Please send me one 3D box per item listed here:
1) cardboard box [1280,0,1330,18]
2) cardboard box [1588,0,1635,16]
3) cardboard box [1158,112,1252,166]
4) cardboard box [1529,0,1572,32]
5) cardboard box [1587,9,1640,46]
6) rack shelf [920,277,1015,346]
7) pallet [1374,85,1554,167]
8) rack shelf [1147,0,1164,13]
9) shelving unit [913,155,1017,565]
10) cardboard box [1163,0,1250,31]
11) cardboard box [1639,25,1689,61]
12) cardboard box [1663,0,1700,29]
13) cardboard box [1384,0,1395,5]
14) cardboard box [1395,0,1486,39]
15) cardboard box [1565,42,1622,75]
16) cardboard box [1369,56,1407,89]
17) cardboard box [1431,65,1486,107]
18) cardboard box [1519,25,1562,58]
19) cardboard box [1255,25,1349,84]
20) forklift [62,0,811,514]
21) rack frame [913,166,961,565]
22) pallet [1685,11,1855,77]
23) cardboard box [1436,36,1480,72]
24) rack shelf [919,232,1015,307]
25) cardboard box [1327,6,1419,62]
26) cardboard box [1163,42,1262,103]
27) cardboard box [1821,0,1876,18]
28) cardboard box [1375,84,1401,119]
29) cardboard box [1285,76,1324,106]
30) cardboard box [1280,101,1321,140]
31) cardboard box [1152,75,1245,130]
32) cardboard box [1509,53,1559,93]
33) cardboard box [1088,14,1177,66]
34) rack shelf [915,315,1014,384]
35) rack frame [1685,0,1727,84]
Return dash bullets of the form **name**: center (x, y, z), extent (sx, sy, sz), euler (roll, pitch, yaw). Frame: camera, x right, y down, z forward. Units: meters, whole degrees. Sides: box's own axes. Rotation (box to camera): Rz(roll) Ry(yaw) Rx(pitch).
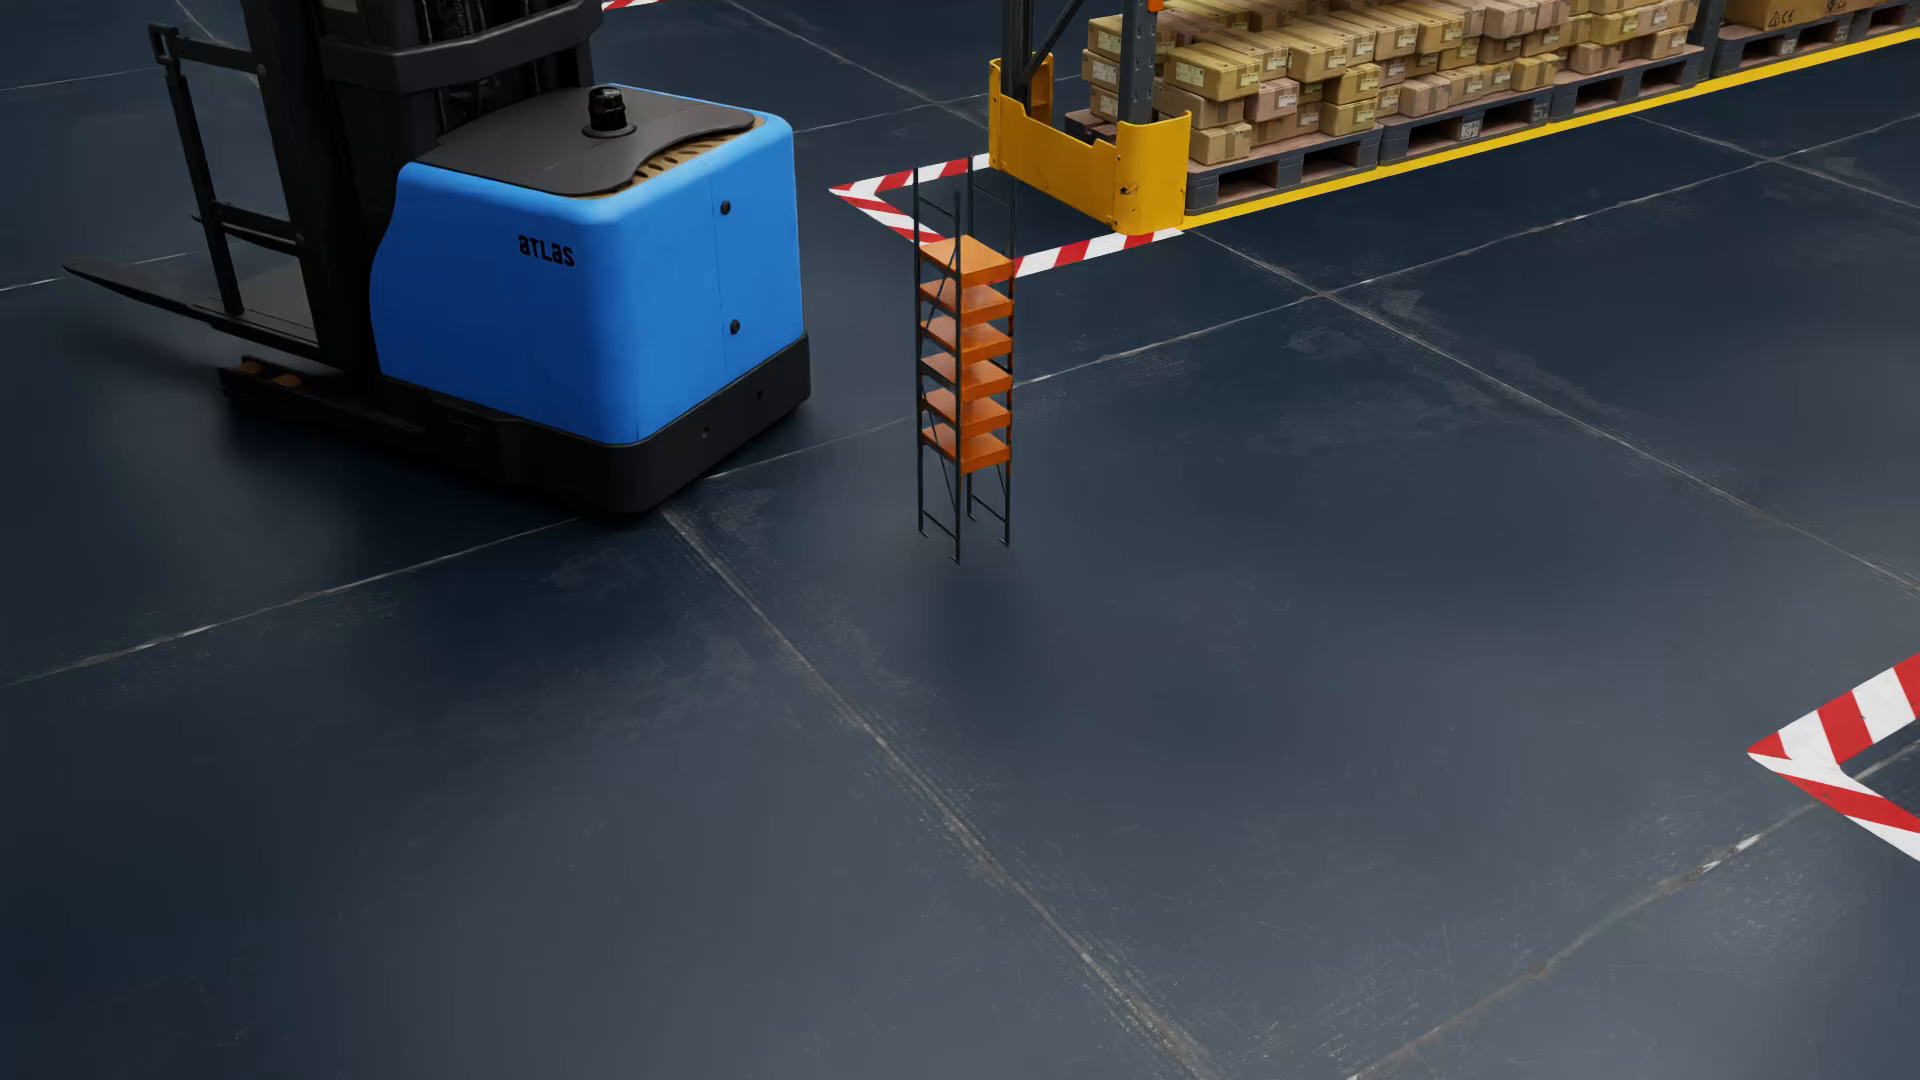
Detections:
- **cardboard box**: center (1.659, -2.713, 8.460), extent (0.250, 0.149, 0.380), euler (-18, 36, -26)
- **cardboard box**: center (3.318, -2.888, 8.738), extent (0.250, 0.149, 0.380), euler (-19, 37, -28)
- **cardboard box**: center (1.127, -1.875, 7.689), extent (0.250, 0.149, 0.380), euler (-18, 37, -26)
- **cardboard box**: center (2.881, -2.729, 8.485), extent (0.250, 0.149, 0.380), euler (-21, 38, -30)
- **cardboard box**: center (3.346, -2.746, 8.792), extent (0.250, 0.149, 0.380), euler (-20, 38, -29)
- **rack shelf**: center (0.012, -0.677, 4.832), extent (0.180, 0.103, 0.258), euler (-19, 37, -27)
- **pallet**: center (2.303, -2.307, 8.709), extent (1.213, 0.211, 1.003), euler (-19, 37, -27)
- **rack shelf**: center (2.194, -3.169, 8.136), extent (4.000, 0.370, 1.077), euler (-19, 37, -27)
- **shelving unit**: center (0.012, -0.512, 4.937), extent (0.189, 1.200, 0.258), euler (-19, 37, -27)
- **cardboard box**: center (1.212, -2.564, 8.224), extent (0.250, 0.149, 0.380), euler (-20, 37, -28)
- **cardboard box**: center (3.730, -2.757, 9.088), extent (0.250, 0.149, 0.380), euler (-18, 37, -27)
- **cardboard box**: center (3.783, -2.915, 9.060), extent (0.250, 0.149, 0.380), euler (-18, 37, -26)
- **cardboard box**: center (2.146, -2.828, 8.642), extent (0.250, 0.149, 0.380), euler (-19, 37, -27)
- **cardboard box**: center (2.392, -2.623, 8.317), extent (0.250, 0.149, 0.380), euler (-19, 37, -27)
- **cardboard box**: center (3.279, -2.614, 8.861), extent (0.250, 0.149, 0.380), euler (-20, 38, -29)
- **cardboard box**: center (1.957, -2.338, 8.145), extent (0.250, 0.149, 0.380), euler (-21, 38, -29)
- **cardboard box**: center (2.420, -2.328, 8.407), extent (0.250, 0.149, 0.380), euler (-19, 37, -27)
- **cardboard box**: center (2.879, -2.635, 8.616), extent (0.250, 0.149, 0.380), euler (-18, 36, -26)
- **cardboard box**: center (1.585, -2.267, 7.753), extent (0.250, 0.149, 0.380), euler (-19, 37, -27)
- **forklift**: center (-2.066, -1.888, 5.496), extent (3.031, 2.935, 1.130), euler (17, 36, 25)
- **rack frame**: center (-0.065, -0.485, 4.895), extent (0.006, 1.200, 0.240), euler (-19, 37, -27)
- **pallet**: center (4.529, -3.098, 9.963), extent (1.213, 0.211, 1.003), euler (-19, 37, -27)
- **cardboard box**: center (2.395, -2.509, 8.415), extent (0.250, 0.149, 0.380), euler (-17, 36, -25)
- **rack shelf**: center (0.012, -0.779, 4.768), extent (0.180, 0.103, 0.258), euler (-19, 37, -27)
- **cardboard box**: center (1.987, -2.451, 8.045), extent (0.250, 0.149, 0.380), euler (-17, 36, -25)
- **cardboard box**: center (1.138, -2.118, 7.516), extent (0.250, 0.149, 0.380), euler (-21, 38, -29)
- **cardboard box**: center (5.084, -3.420, 9.810), extent (0.500, 0.500, 0.500), euler (-17, 36, -25)
- **cardboard box**: center (1.945, -2.203, 8.210), extent (0.250, 0.149, 0.380), euler (-19, 37, -27)
- **cardboard box**: center (1.511, -2.193, 7.915), extent (0.250, 0.149, 0.380), euler (-18, 37, -27)
- **cardboard box**: center (1.508, -2.062, 7.986), extent (0.250, 0.149, 0.380), euler (-19, 37, -27)
- **cardboard box**: center (1.093, -2.029, 7.655), extent (0.250, 0.149, 0.380), euler (-17, 36, -25)
- **cardboard box**: center (2.860, -2.458, 8.613), extent (0.250, 0.149, 0.380), euler (-19, 37, -27)
- **cardboard box**: center (0.821, -2.385, 7.941), extent (0.250, 0.149, 0.380), euler (-19, 37, -27)
- **rack shelf**: center (0.012, -0.576, 4.896), extent (0.180, 0.103, 0.258), euler (-19, 37, -27)
- **rack frame**: center (3.875, -4.051, 8.861), extent (0.127, 3.000, 1.000), euler (-19, 37, -27)
